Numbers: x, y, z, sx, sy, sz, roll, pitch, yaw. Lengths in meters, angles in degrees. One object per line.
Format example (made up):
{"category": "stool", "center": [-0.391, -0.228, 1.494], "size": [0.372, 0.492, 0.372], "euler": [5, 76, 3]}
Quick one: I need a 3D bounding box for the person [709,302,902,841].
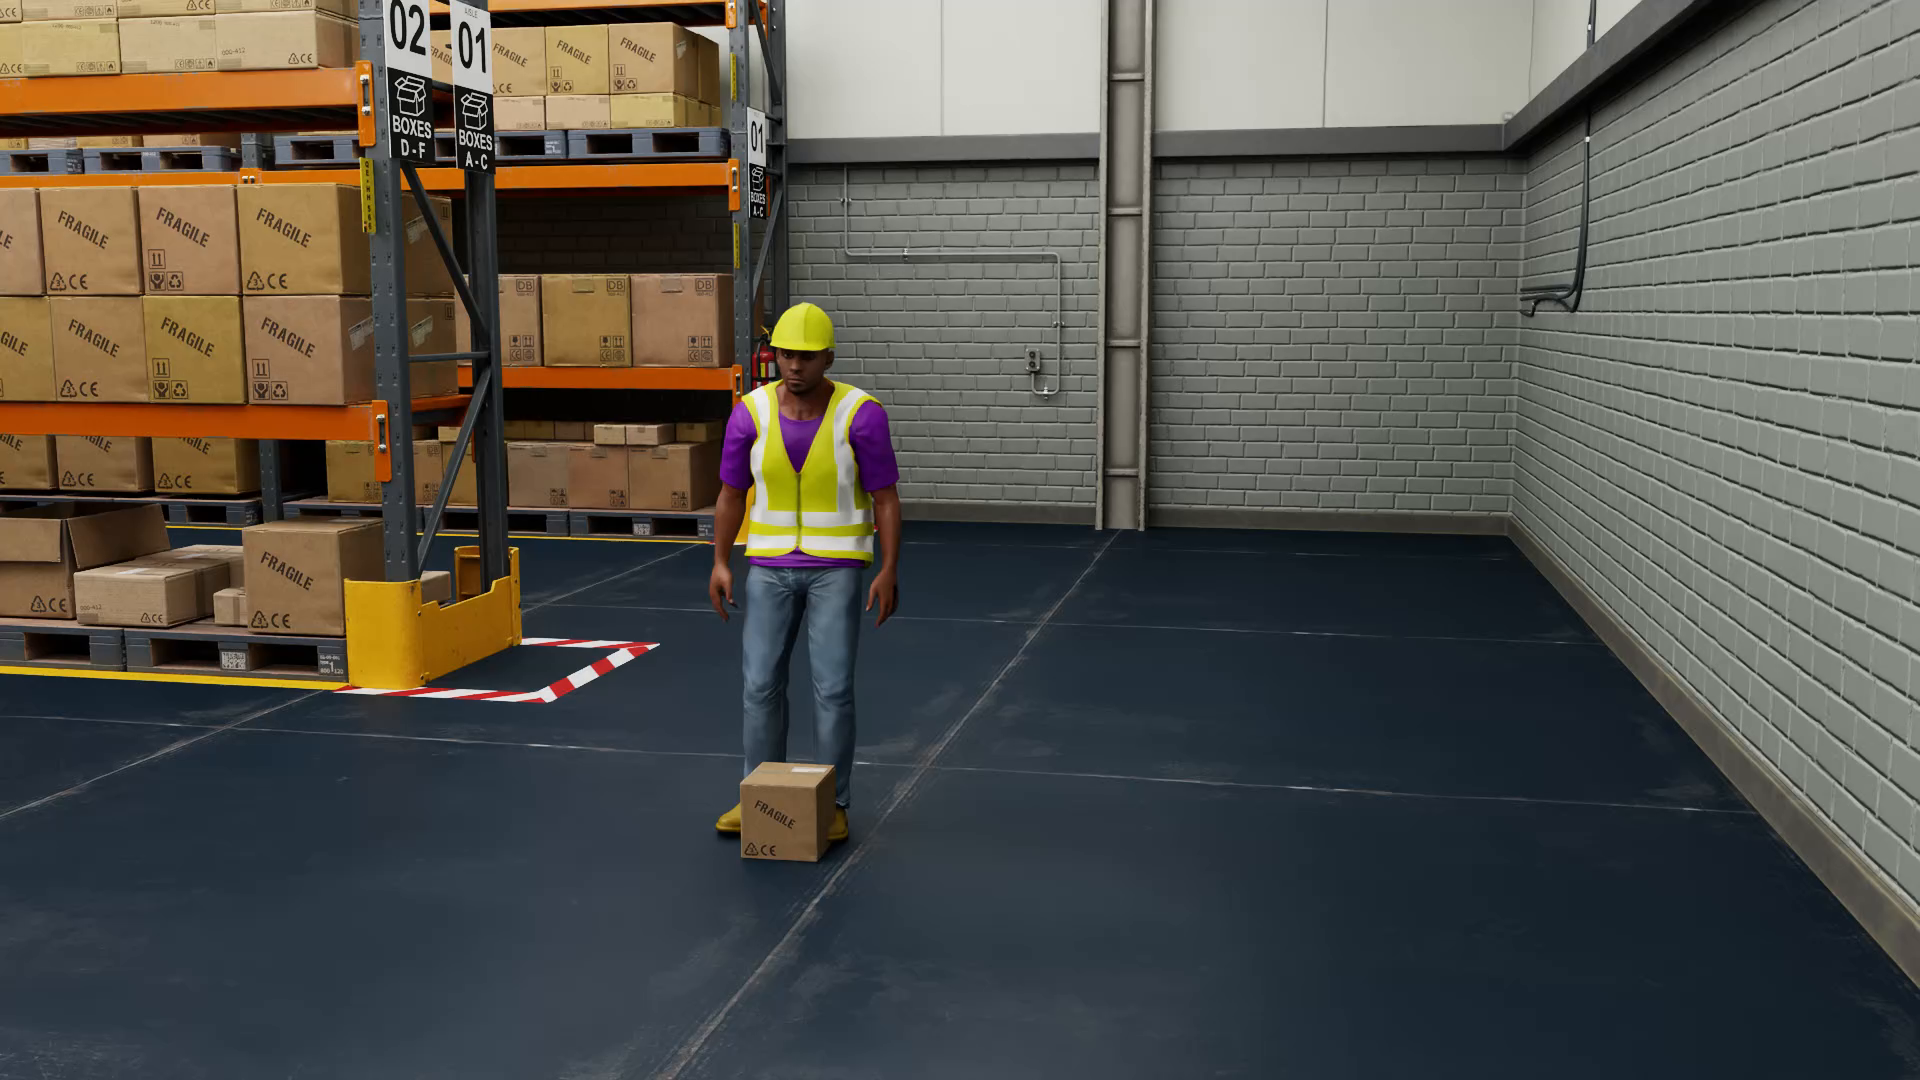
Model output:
{"category": "person", "center": [-0.514, 0.102, 5.510], "size": [0.638, 1.761, 0.457], "euler": [1, 8, 9]}
